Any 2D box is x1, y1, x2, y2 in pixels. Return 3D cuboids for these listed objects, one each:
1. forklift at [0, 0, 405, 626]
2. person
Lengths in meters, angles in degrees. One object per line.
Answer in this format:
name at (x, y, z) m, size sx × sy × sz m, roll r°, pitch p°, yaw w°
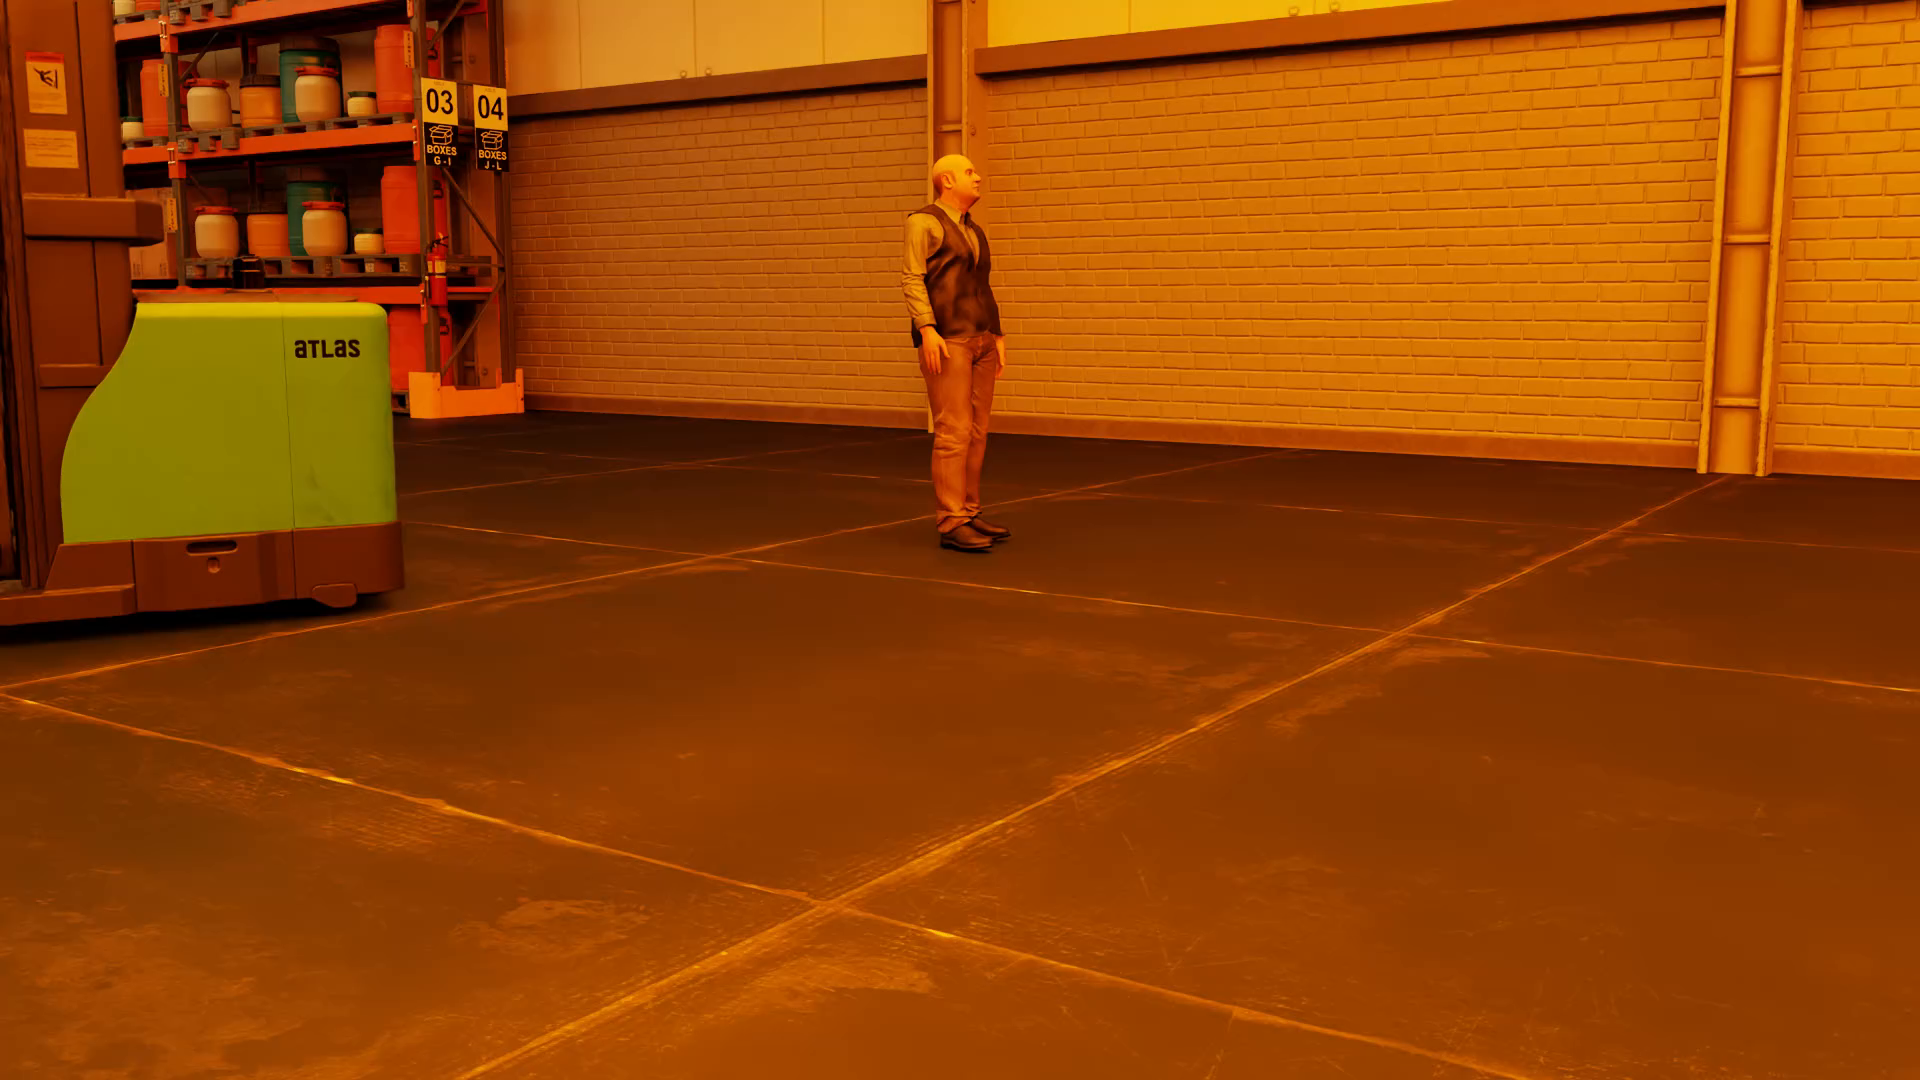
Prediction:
forklift at (-3.506, -1.159, 5.345) m, size 3.031 × 2.935 × 1.130 m, roll -5°, pitch 9°, yaw -30°
person at (0.047, -0.854, 7.441) m, size 0.568 × 1.720 × 0.632 m, roll 5°, pitch 10°, yaw 34°
